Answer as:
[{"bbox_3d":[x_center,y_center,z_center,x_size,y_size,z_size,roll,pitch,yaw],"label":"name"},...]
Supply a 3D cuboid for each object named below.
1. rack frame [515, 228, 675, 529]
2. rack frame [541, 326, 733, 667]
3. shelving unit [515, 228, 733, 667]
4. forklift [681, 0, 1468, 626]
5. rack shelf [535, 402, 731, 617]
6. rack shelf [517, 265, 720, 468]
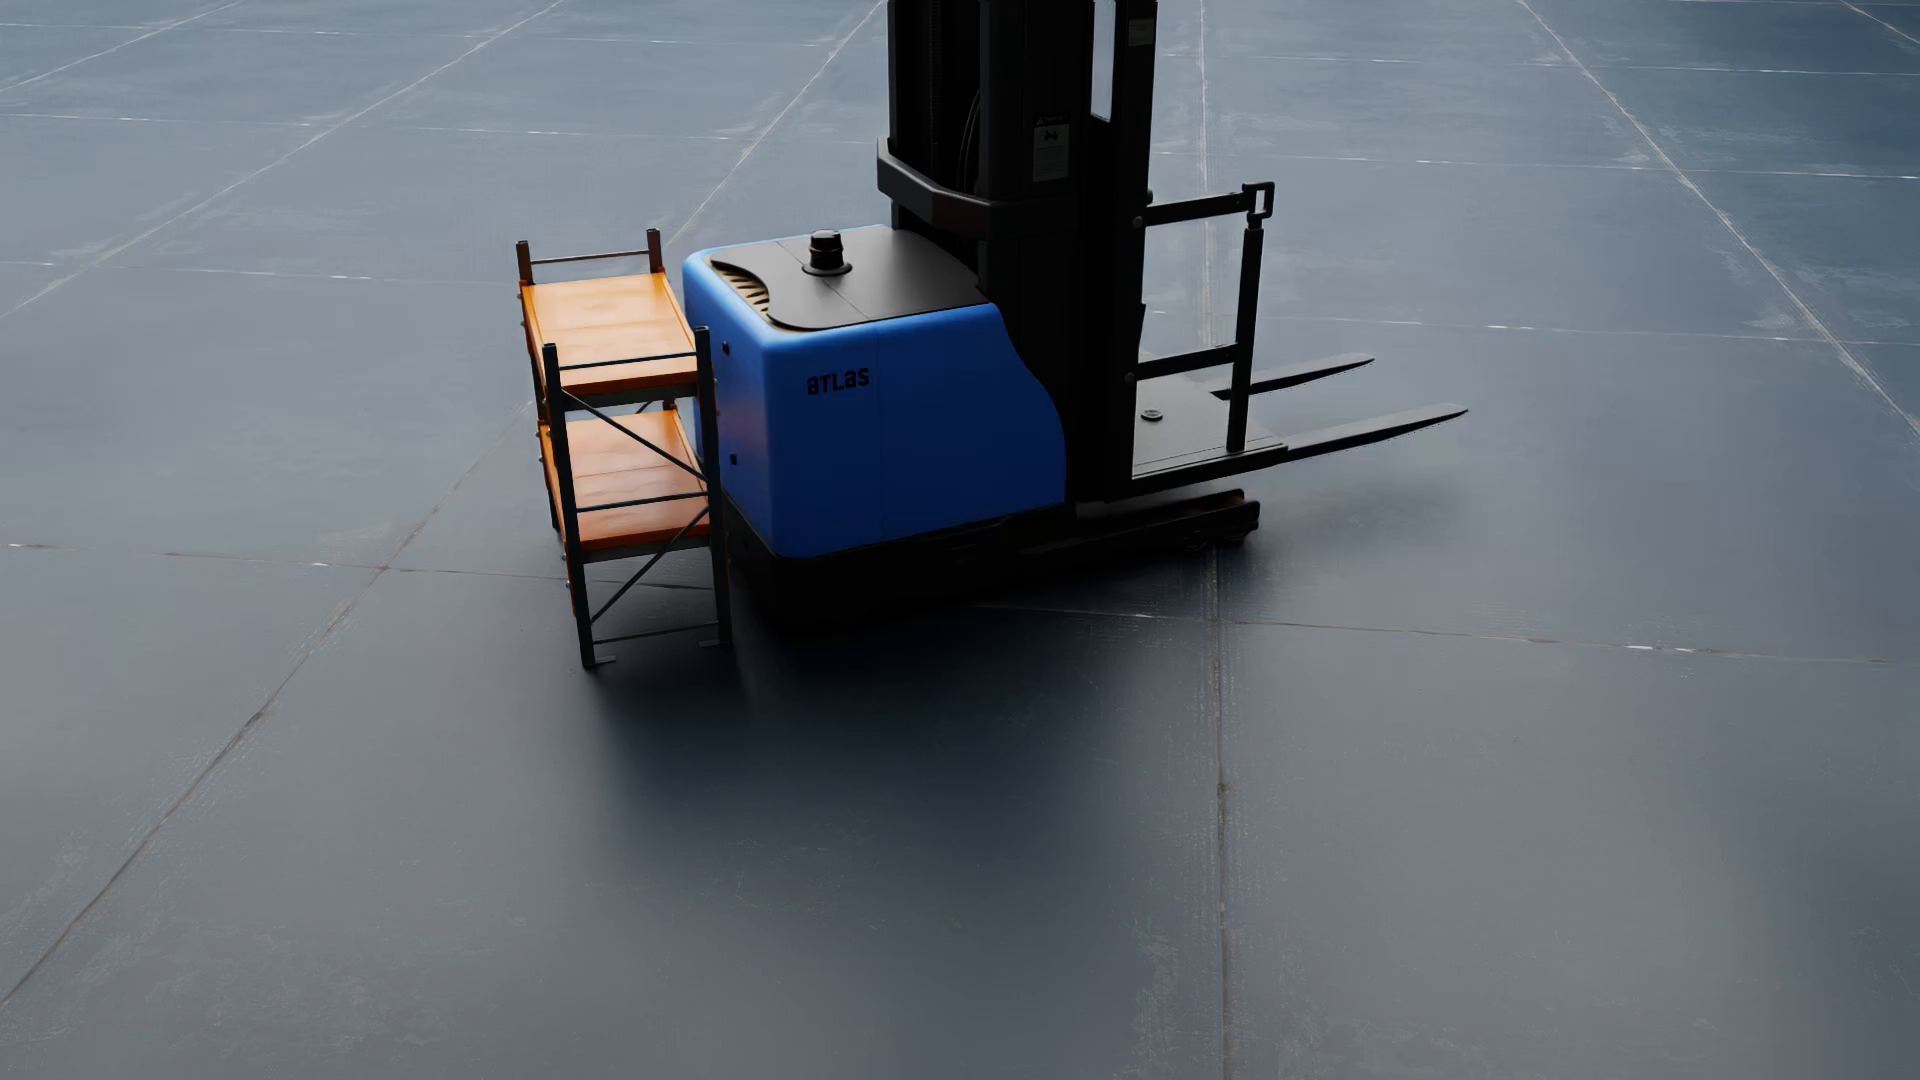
[{"bbox_3d":[-1.314,-0.579,6.139,0.500,1.125,0.032,-8,29,-15],"label":"rack frame"},{"bbox_3d":[-1.008,-0.119,5.285,0.500,1.125,0.032,-8,29,-15],"label":"rack frame"},{"bbox_3d":[-1.161,-0.349,5.712,0.538,1.125,1.048,-8,29,-15],"label":"shelving unit"},{"bbox_3d":[0.559,-1.461,5.872,3.031,2.935,1.130,-13,31,-22],"label":"forklift"},{"bbox_3d":[-1.161,-0.134,5.828,0.538,0.278,1.000,-8,29,-15],"label":"rack shelf"},{"bbox_3d":[-1.161,-0.607,5.573,0.538,0.278,1.000,-8,29,-15],"label":"rack shelf"}]
